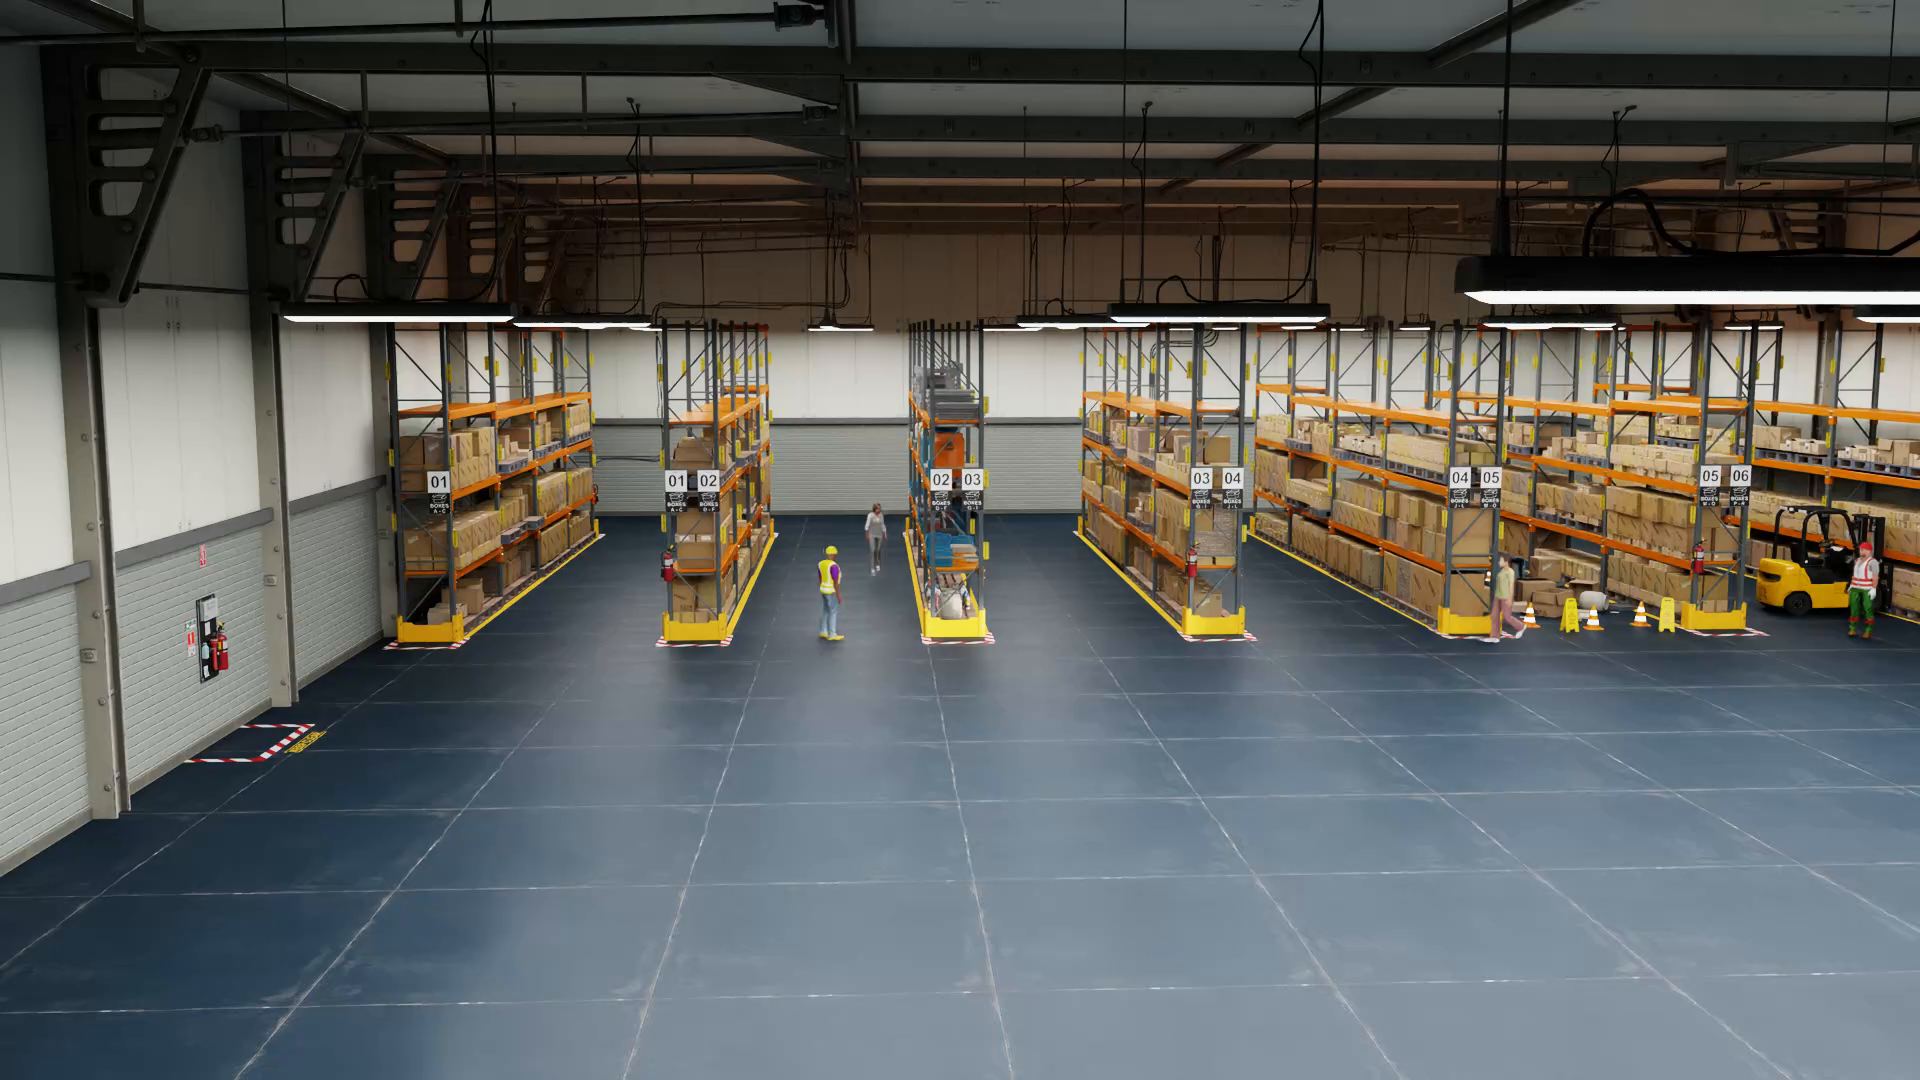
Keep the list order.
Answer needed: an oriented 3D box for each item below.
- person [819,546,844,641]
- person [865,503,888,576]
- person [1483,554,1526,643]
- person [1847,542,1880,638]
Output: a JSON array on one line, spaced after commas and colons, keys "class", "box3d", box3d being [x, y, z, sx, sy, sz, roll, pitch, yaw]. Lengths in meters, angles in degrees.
[{"class": "person", "box3d": [-2.407, 1.003, 31.270, 0.420, 1.791, 0.628, -3, 8, -24]}, {"class": "person", "box3d": [-1.911, -0.036, 37.922, 0.499, 1.632, 0.677, -1, 7, -8]}, {"class": "person", "box3d": [10.165, 1.085, 30.925, 0.785, 1.656, 0.445, -3, 8, -26]}, {"class": "person", "box3d": [17.115, 0.936, 31.533, 0.383, 1.793, 0.582, -5, 8, -33]}]
